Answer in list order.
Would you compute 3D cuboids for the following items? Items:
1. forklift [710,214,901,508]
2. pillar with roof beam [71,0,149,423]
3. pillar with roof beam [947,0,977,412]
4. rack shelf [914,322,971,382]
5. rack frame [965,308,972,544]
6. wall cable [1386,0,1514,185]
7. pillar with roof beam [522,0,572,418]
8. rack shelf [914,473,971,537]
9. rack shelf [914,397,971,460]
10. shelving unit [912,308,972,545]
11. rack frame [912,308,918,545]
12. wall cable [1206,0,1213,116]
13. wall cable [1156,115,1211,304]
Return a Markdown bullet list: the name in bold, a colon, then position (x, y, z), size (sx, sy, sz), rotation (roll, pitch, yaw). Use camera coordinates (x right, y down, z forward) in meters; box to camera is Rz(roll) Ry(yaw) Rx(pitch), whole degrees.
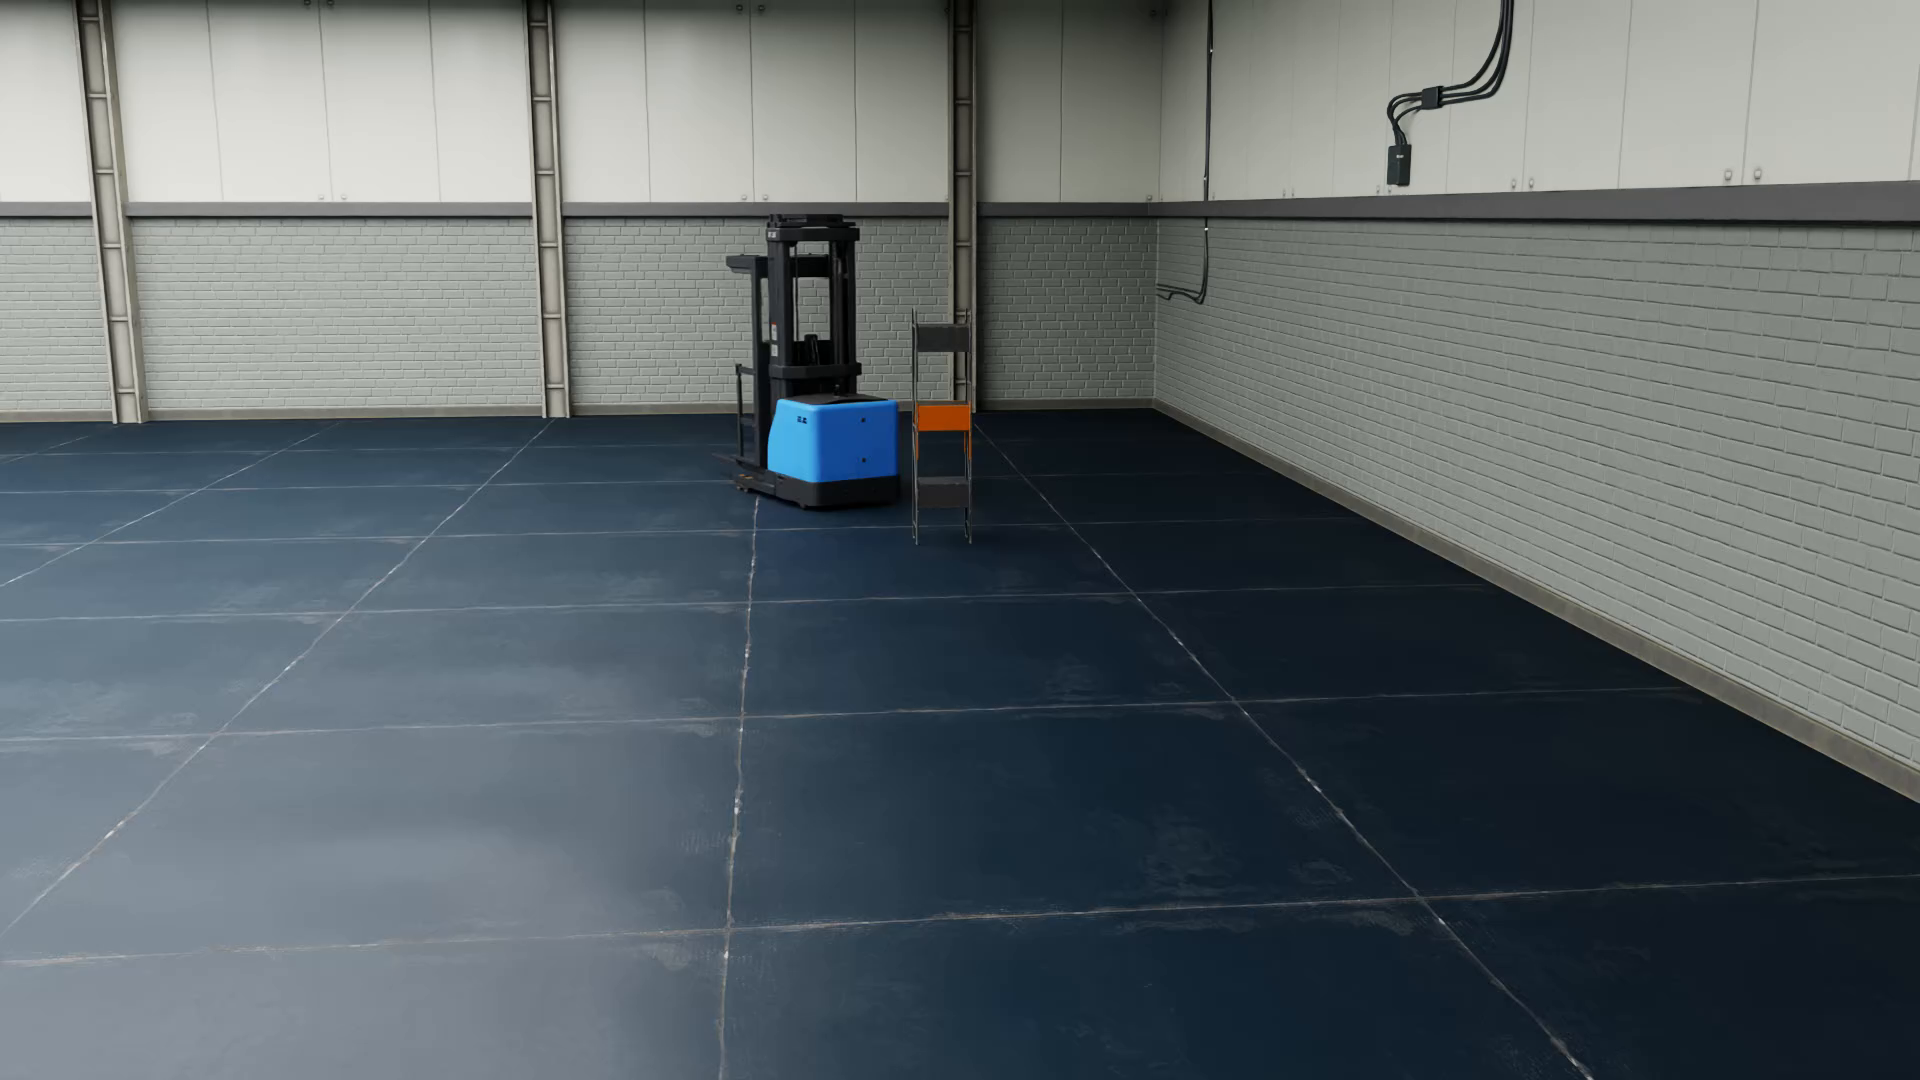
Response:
- **forklift**: position (-1.806, -1.995, 17.800), size (1.130, 2.935, 3.031), rotation (-7, 13, -31)
- **pillar with roof beam**: position (-11.433, -5.286, 18.810), size (0.400, 9.000, 9.100), rotation (-1, 11, -6)
- **pillar with roof beam**: position (0.497, -5.536, 20.082), size (0.400, 9.000, 9.100), rotation (-1, 11, -6)
- **rack shelf**: position (-0.165, -1.700, 14.898), size (0.480, 0.518, 0.431), rotation (-1, 11, -6)
- **rack frame**: position (0.078, -1.032, 15.056), size (0.015, 2.100, 0.400), rotation (-1, 11, -6)
- **wall cable**: position (4.113, -6.017, 13.713), size (0.169, 6.003, 2.305), rotation (-1, 11, -6)
- **pillar with roof beam**: position (-5.468, -5.411, 19.446), size (0.400, 9.000, 9.100), rotation (-1, 11, -6)
- **rack shelf**: position (-0.165, -0.327, 15.168), size (0.480, 0.518, 0.431), rotation (-1, 11, -6)
- **rack shelf**: position (-0.165, -1.013, 15.033), size (0.480, 0.518, 0.431), rotation (-1, 11, -6)
- **shelving unit**: position (-0.165, -1.027, 15.030), size (0.503, 2.100, 0.431), rotation (-1, 11, -6)
- **rack frame**: position (-0.407, -1.022, 15.004), size (0.015, 2.100, 0.400), rotation (-1, 11, -6)
- **wall cable**: position (3.396, -6.605, 20.477), size (0.112, 2.526, 3.097), rotation (-1, 11, -6)
- **wall cable**: position (3.104, -4.646, 23.603), size (0.112, 2.526, 3.097), rotation (-1, 11, -6)
